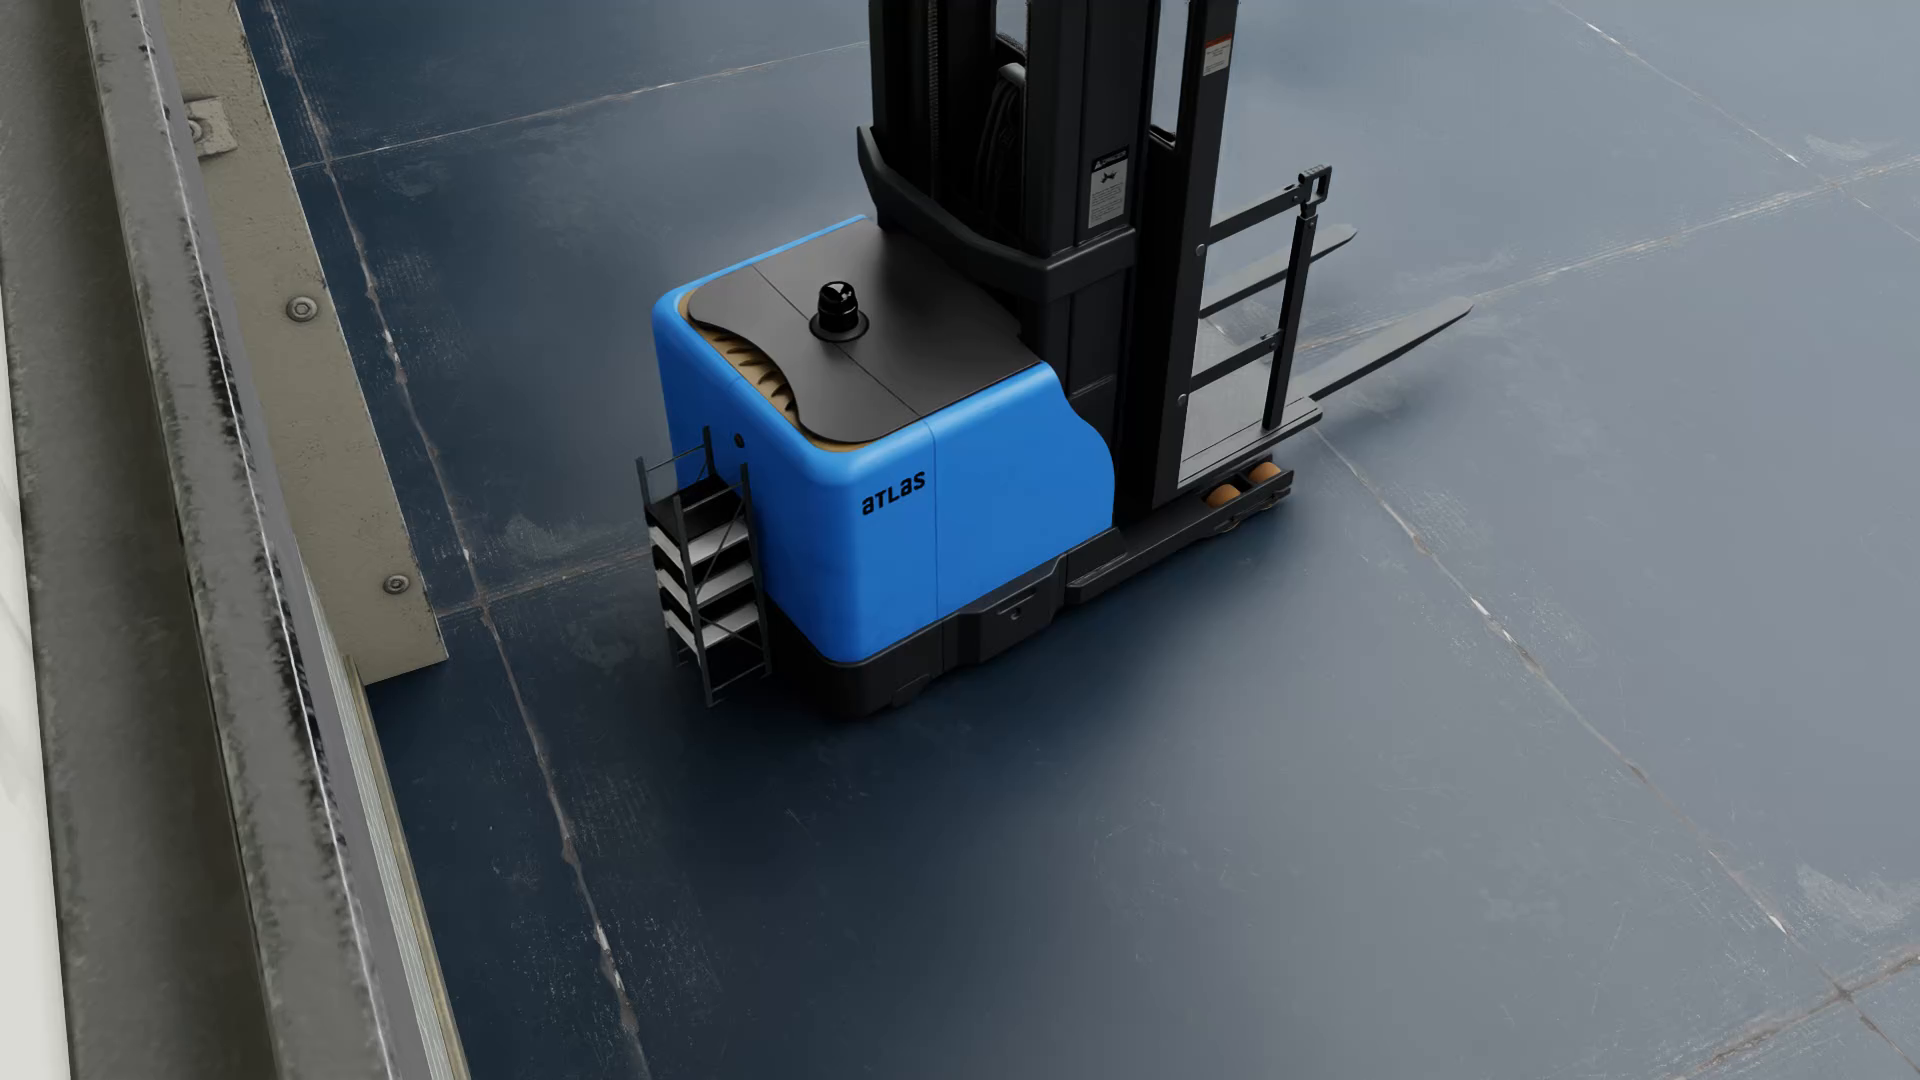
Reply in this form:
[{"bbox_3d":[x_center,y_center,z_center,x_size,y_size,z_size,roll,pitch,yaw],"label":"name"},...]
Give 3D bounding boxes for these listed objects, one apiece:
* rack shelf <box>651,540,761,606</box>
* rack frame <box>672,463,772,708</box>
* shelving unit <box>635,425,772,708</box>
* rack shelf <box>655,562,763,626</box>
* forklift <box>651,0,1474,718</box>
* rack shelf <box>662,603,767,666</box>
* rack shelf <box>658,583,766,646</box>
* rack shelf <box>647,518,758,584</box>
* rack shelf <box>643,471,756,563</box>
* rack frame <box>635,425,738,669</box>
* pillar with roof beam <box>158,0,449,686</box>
[{"bbox_3d":[-0.759,0.058,4.970,0.258,0.077,0.200,-28,51,-26],"label":"rack shelf"},{"bbox_3d":[-0.697,0.155,4.953,0.240,0.900,0.006,-28,51,-26],"label":"rack frame"},{"bbox_3d":[-0.759,0.098,5.010,0.258,0.900,0.210,-28,51,-26],"label":"shelving unit"},{"bbox_3d":[-0.759,0.122,5.033,0.258,0.077,0.200,-28,51,-26],"label":"rack shelf"},{"bbox_3d":[0.548,-1.343,5.024,3.031,2.935,1.130,-27,51,-25],"label":"forklift"},{"bbox_3d":[-0.759,0.250,5.160,0.258,0.077,0.200,-28,51,-26],"label":"rack shelf"},{"bbox_3d":[-0.759,0.186,5.097,0.258,0.077,0.200,-28,51,-26],"label":"rack shelf"},{"bbox_3d":[-0.759,-0.006,4.907,0.258,0.077,0.200,-28,51,-26],"label":"rack shelf"},{"bbox_3d":[-0.759,-0.070,4.844,0.258,0.077,0.200,-28,51,-26],"label":"rack shelf"},{"bbox_3d":[-0.821,0.042,5.067,0.240,0.900,0.006,-28,51,-26],"label":"rack frame"},{"bbox_3d":[2.035,-4.173,3.573,9.100,9.000,0.400,-18,47,-17],"label":"pillar with roof beam"}]
